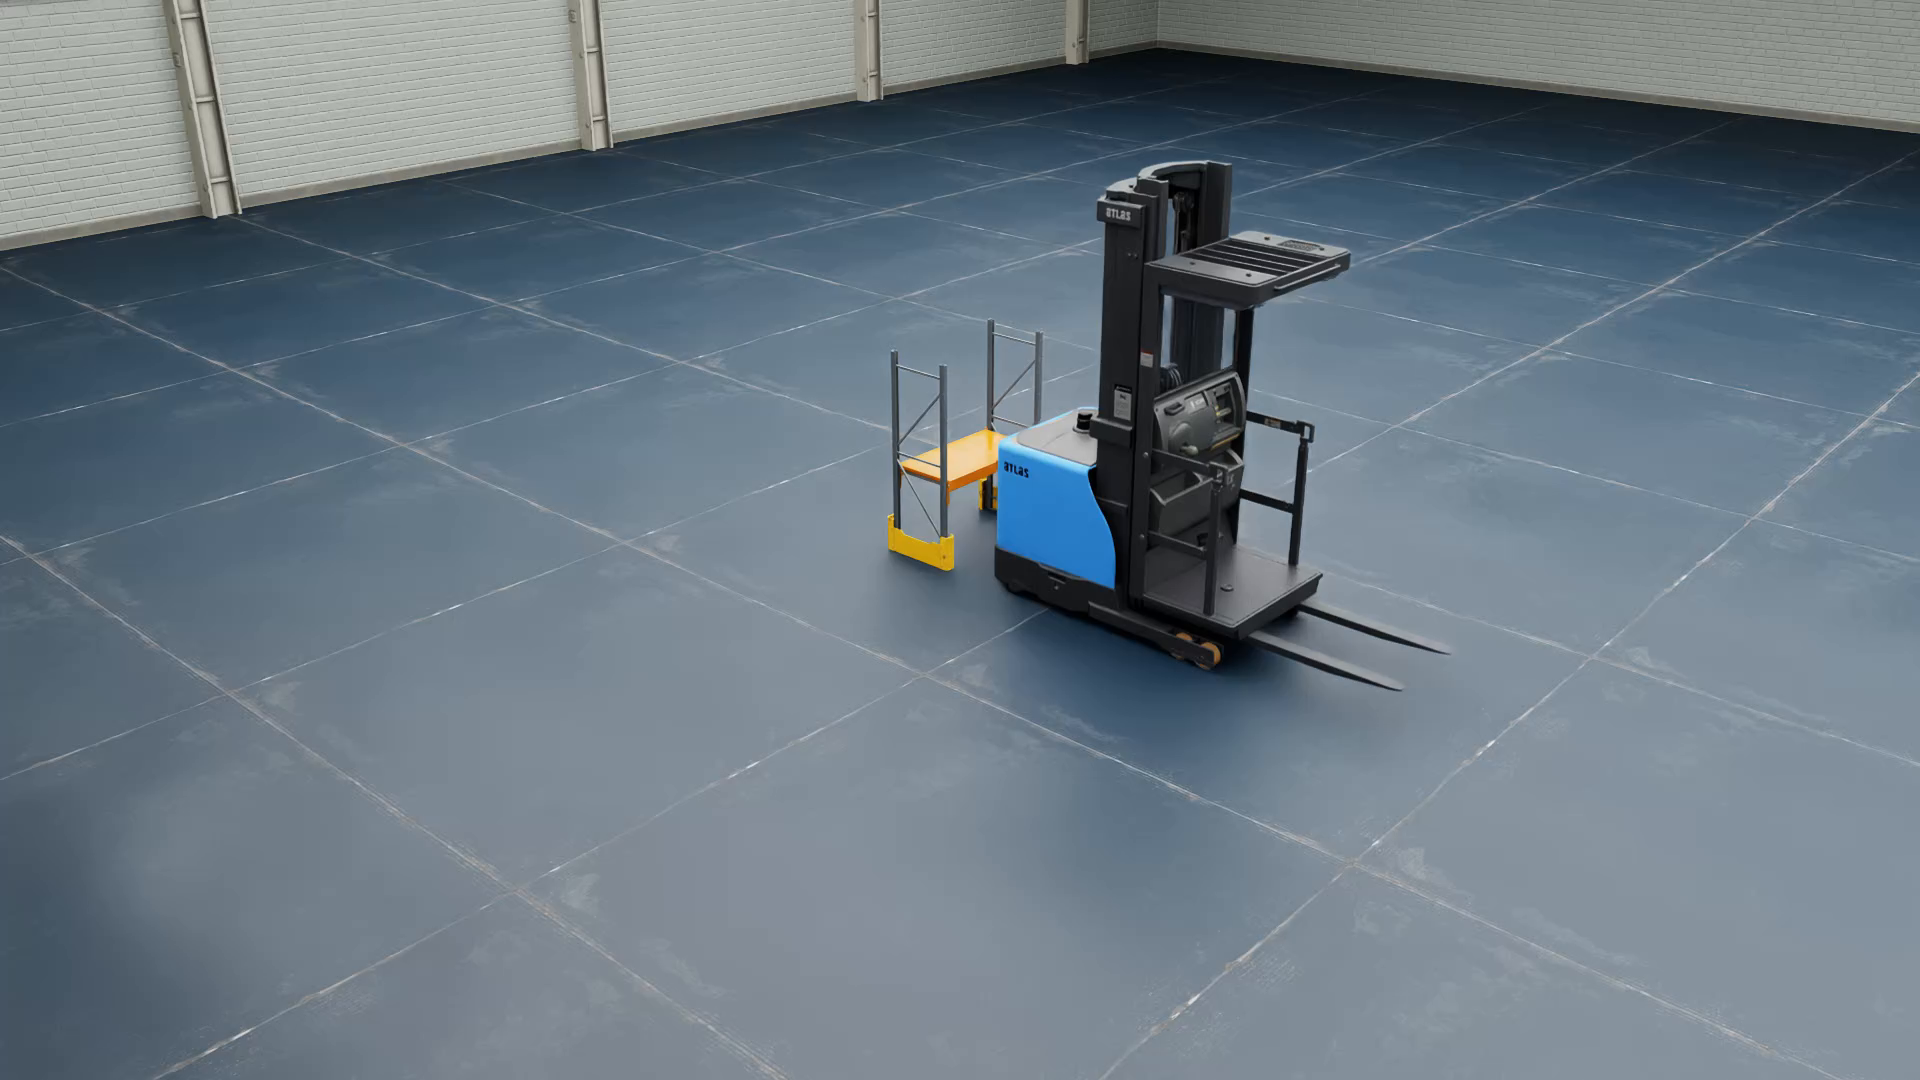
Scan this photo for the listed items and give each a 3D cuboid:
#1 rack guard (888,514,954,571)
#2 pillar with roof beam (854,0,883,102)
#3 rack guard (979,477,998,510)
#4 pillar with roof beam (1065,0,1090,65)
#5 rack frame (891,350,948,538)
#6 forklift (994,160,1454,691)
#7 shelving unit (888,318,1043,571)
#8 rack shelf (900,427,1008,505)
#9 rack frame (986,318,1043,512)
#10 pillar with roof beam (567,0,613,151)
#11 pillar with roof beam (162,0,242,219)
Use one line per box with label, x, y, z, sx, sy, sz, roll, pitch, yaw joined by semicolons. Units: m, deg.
rack guard;-0.281;0.014;11.883;0.587;0.250;0.087;20;31;38
pillar with roof beam;1.584;-10.841;25.402;9.100;9.000;0.400;20;31;38
rack guard;0.383;-0.289;12.560;0.587;0.250;0.087;20;31;38
pillar with roof beam;5.589;-12.669;29.479;9.100;9.000;0.400;20;31;38
rack frame;-0.282;-0.555;11.627;0.500;1.500;0.032;20;31;38
forklift;1.671;-0.770;10.355;3.031;2.935;1.130;20;31;38
shelving unit;0.051;-0.708;11.966;0.587;1.500;1.083;20;31;38
rack shelf;0.057;-0.546;12.046;0.538;0.185;1.000;20;31;38
rack frame;0.396;-0.865;12.318;0.500;1.500;0.032;20;31;38
pillar with roof beam;-2.420;-9.013;21.325;9.100;9.000;0.400;20;31;38
pillar with roof beam;-6.425;-7.185;17.248;9.100;9.000;0.400;20;31;38
